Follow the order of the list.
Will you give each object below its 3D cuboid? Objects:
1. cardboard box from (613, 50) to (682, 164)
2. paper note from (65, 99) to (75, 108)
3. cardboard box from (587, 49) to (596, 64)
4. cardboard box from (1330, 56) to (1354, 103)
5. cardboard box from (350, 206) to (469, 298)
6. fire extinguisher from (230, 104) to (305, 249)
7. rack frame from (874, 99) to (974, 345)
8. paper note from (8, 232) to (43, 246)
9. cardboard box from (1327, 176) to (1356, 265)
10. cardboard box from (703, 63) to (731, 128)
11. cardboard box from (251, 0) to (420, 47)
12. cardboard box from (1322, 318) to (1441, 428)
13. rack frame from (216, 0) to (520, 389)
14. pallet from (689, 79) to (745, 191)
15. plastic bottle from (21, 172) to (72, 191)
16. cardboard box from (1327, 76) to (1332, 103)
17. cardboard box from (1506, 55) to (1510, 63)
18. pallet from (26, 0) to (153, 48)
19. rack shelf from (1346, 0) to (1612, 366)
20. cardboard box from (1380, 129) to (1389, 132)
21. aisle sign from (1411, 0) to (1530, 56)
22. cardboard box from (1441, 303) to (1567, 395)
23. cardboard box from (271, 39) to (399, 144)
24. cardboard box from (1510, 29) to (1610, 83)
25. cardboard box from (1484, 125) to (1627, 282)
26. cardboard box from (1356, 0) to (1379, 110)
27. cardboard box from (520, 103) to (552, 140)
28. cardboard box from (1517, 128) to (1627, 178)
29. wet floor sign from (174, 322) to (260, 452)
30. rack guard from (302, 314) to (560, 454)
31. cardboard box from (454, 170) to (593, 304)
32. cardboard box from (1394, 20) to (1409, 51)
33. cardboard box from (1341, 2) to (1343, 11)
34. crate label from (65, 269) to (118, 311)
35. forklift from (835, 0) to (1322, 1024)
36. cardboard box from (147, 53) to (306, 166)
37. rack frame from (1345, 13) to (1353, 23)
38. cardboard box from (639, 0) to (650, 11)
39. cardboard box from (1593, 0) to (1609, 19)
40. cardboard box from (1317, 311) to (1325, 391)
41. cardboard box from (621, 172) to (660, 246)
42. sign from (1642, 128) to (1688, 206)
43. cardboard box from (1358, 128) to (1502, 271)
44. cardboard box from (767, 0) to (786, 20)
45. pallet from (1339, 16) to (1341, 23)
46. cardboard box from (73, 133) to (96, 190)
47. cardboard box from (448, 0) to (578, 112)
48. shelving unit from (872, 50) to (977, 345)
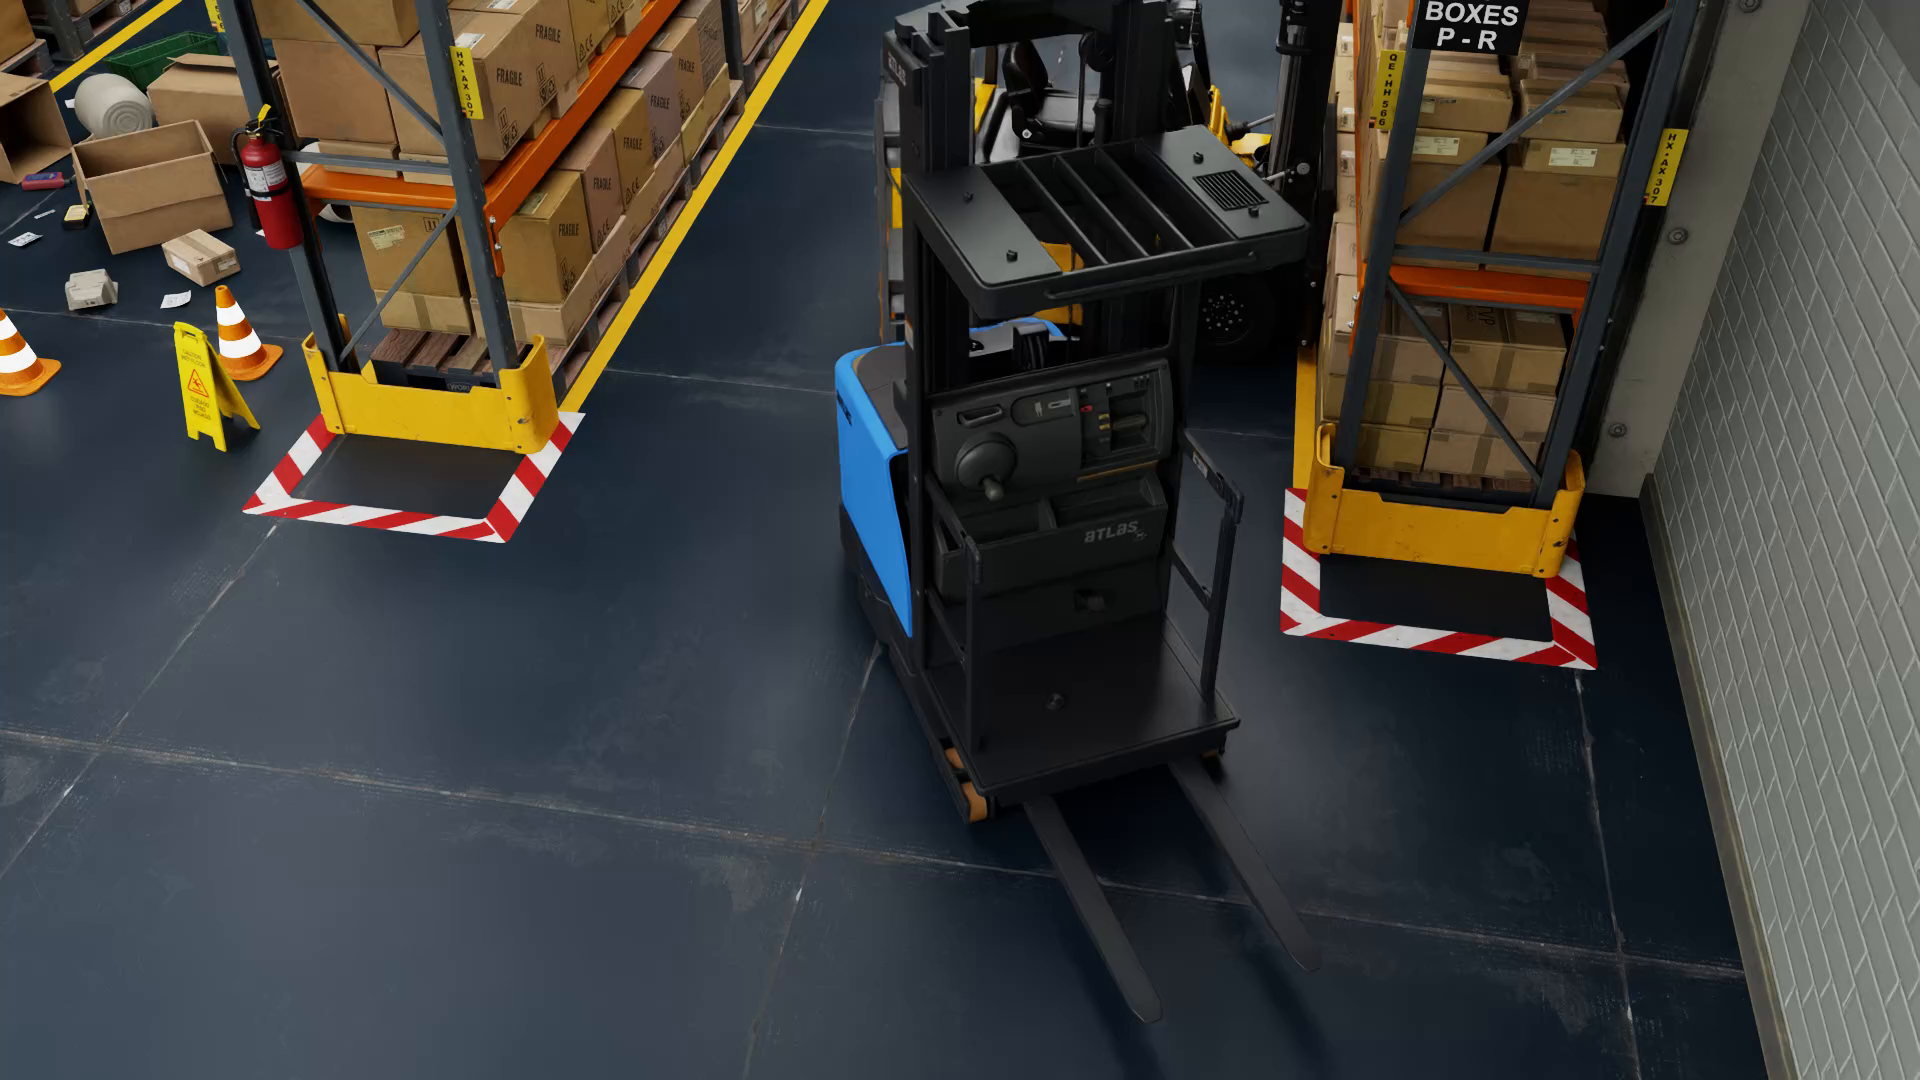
[{"bbox_3d":[-1.995,-2.567,9.838,0.500,0.500,0.500,8,40,10],"label":"cardboard box"},{"bbox_3d":[-6.101,-3.034,11.492,0.147,0.020,0.142,-20,44,-23],"label":"paper note"},{"bbox_3d":[-2.170,-2.611,8.847,0.380,0.149,0.250,8,40,9],"label":"cardboard box"},{"bbox_3d":[2.414,-2.571,9.646,0.500,0.250,0.500,6,40,8],"label":"cardboard box"},{"bbox_3d":[-2.794,-1.629,8.703,0.500,0.500,0.500,7,40,8],"label":"cardboard box"},{"bbox_3d":[-3.150,-1.656,7.556,0.296,0.674,0.183,6,40,8],"label":"fire extinguisher"},{"bbox_3d":[-0.145,-0.960,7.360,0.400,2.100,0.015,0,40,0],"label":"rack frame"},{"bbox_3d":[-5.632,-1.815,10.019,0.144,0.017,0.142,20,44,23],"label":"paper note"},{"bbox_3d":[2.146,-1.611,8.485,0.500,0.250,0.500,7,40,8],"label":"cardboard box"},{"bbox_3d":[-1.821,-2.918,10.851,0.500,0.250,0.500,8,40,10],"label":"cardboard box"},{"bbox_3d":[-2.803,-2.590,7.529,0.700,0.500,0.500,5,40,7],"label":"cardboard box"},{"bbox_3d":[1.990,-0.796,7.892,0.500,0.250,0.500,6,40,7],"label":"cardboard box"},{"bbox_3d":[-2.676,-1.707,7.557,1.000,3.000,0.127,6,40,8],"label":"rack frame"},{"bbox_3d":[-2.065,-2.717,10.967,1.003,0.211,1.213,6,40,8],"label":"pallet"},{"bbox_3d":[-5.787,-2.280,10.557,0.283,0.061,0.133,-6,40,-8],"label":"plastic bottle"},{"bbox_3d":[2.518,-2.697,10.191,0.500,0.250,0.500,6,40,7],"label":"cardboard box"},{"bbox_3d":[2.664,-2.116,7.465,0.380,0.149,0.250,5,40,6],"label":"cardboard box"},{"bbox_3d":[-6.817,-4.117,12.661,1.003,0.211,1.213,6,40,8],"label":"pallet"},{"bbox_3d":[2.560,-2.140,8.645,1.077,0.370,4.000,6,40,8],"label":"rack shelf"},{"bbox_3d":[2.013,-1.862,7.158,0.380,0.149,0.250,7,40,8],"label":"cardboard box"},{"bbox_3d":[1.913,-2.155,6.059,0.394,0.787,0.004,6,40,8],"label":"aisle sign"},{"bbox_3d":[2.483,-0.930,7.661,0.500,0.250,0.500,6,40,7],"label":"cardboard box"},{"bbox_3d":[-2.853,-2.231,7.879,0.500,0.500,0.500,6,40,7],"label":"cardboard box"},{"bbox_3d":[2.592,-2.080,7.187,0.380,0.149,0.250,7,40,9],"label":"cardboard box"},{"bbox_3d":[2.573,-1.480,7.205,0.500,0.500,0.500,8,40,9],"label":"cardboard box"},{"bbox_3d":[2.303,-2.501,8.439,0.500,0.500,0.500,7,40,8],"label":"cardboard box"},{"bbox_3d":[-2.258,-2.118,8.251,0.380,0.149,0.250,5,40,6],"label":"cardboard box"},{"bbox_3d":[2.528,-1.634,6.882,0.380,0.149,0.250,5,40,7],"label":"cardboard box"},{"bbox_3d":[-3.763,-0.798,8.306,0.267,0.644,0.232,20,44,23],"label":"wet floor sign"},{"bbox_3d":[-2.663,-0.791,8.411,1.175,0.500,0.348,6,40,8],"label":"rack guard"},{"bbox_3d":[-2.260,-1.589,8.654,0.500,0.500,0.500,5,40,6],"label":"cardboard box"},{"bbox_3d":[2.099,-2.138,7.258,0.380,0.149,0.250,7,40,9],"label":"cardboard box"},{"bbox_3d":[3.255,-4.206,12.114,0.875,0.625,0.625,5,40,6],"label":"cardboard box"},{"bbox_3d":[-4.949,-1.425,9.463,0.250,0.136,0.298,-13,41,-15],"label":"crate label"},{"bbox_3d":[0.423,-0.324,5.938,1.130,2.935,3.031,-13,41,-15],"label":"forklift"},{"bbox_3d":[-4.712,-2.766,10.691,0.797,0.637,0.503,6,40,8],"label":"cardboard box"},{"bbox_3d":[2.906,-3.672,9.934,1.000,3.000,0.127,6,40,8],"label":"rack frame"},{"bbox_3d":[-1.985,-3.090,9.427,0.380,0.149,0.250,6,40,7],"label":"cardboard box"},{"bbox_3d":[2.813,-2.555,7.763,0.380,0.149,0.250,6,40,7],"label":"cardboard box"},{"bbox_3d":[2.079,-0.905,8.415,0.500,0.250,0.500,6,40,8],"label":"cardboard box"},{"bbox_3d":[-2.086,-1.948,9.677,0.500,0.250,0.500,9,40,11],"label":"cardboard box"},{"bbox_3d":[2.759,-1.461,6.518,0.100,0.325,0.005,6,40,8],"label":"sign"},{"bbox_3d":[2.040,-1.538,7.275,0.500,0.500,0.500,6,40,7],"label":"cardboard box"},{"bbox_3d":[-1.774,-4.147,12.241,0.950,0.372,0.625,9,40,10],"label":"cardboard box"},{"bbox_3d":[3.204,-3.832,12.316,1.003,0.211,1.213,6,40,8],"label":"pallet"},{"bbox_3d":[-5.360,-2.364,10.498,0.396,0.266,0.258,13,41,15],"label":"cardboard box"},{"bbox_3d":[-2.234,-2.452,8.147,0.500,0.500,0.500,8,40,9],"label":"cardboard box"},{"bbox_3d":[-0.143,-1.116,7.548,0.431,2.100,0.503,0,40,0],"label":"shelving unit"}]
